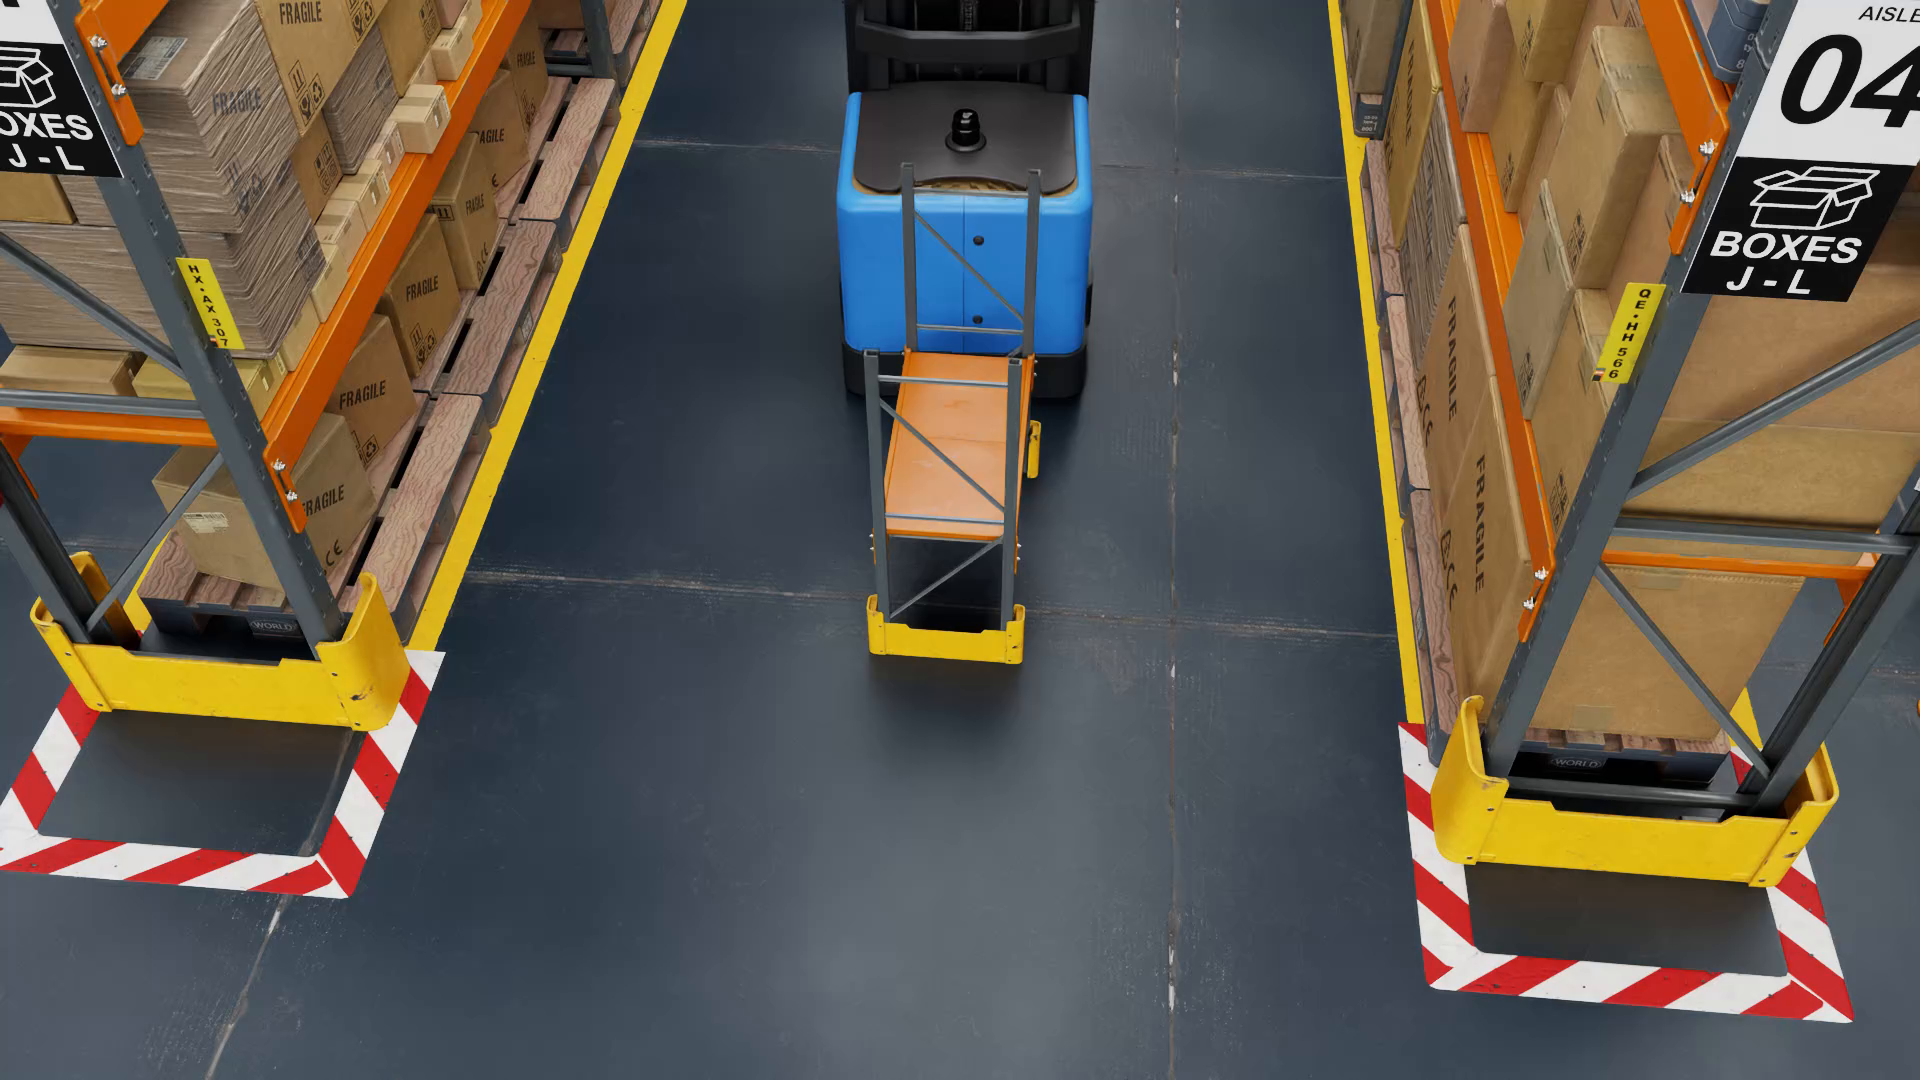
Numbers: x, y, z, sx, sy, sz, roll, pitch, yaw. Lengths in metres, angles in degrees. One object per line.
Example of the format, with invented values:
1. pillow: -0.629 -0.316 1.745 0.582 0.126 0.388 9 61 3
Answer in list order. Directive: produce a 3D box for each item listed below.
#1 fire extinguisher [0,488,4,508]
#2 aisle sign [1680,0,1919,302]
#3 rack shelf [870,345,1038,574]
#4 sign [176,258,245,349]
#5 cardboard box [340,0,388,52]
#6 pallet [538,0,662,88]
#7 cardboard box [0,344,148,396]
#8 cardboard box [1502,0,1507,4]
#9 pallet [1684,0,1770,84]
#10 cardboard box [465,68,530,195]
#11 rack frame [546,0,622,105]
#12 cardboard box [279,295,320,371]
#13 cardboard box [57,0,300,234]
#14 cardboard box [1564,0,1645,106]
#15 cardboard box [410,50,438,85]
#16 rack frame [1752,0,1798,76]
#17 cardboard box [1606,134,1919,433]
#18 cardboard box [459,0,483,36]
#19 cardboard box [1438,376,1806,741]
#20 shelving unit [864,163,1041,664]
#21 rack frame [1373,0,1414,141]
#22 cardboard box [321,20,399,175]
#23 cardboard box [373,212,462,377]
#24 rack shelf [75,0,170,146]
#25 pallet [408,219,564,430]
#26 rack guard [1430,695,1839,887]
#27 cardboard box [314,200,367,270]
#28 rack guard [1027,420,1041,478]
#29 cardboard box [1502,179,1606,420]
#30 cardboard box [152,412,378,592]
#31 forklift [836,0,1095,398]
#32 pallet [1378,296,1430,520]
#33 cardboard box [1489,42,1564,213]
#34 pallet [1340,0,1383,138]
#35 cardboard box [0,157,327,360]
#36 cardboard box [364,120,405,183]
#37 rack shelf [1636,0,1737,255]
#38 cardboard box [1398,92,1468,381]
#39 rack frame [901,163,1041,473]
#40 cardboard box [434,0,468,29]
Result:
1. fire extinguisher: -3.150 -0.337 5.078 0.296 0.674 0.183 4 48 4
2. aisle sign: 1.945 -0.854 3.736 0.394 0.787 0.004 4 48 4
3. rack shelf: -0.008 -0.322 6.272 0.538 0.185 1.000 4 48 4
4. sign: -2.140 -0.672 4.745 0.100 0.325 0.005 4 48 4
5. cardboard box: -2.262 -2.008 5.607 0.500 0.500 0.500 4 48 4
6. pallet: -2.246 -2.986 9.338 1.003 0.211 1.213 4 48 4
7. cardboard box: -2.860 -0.555 5.395 0.380 0.149 0.250 4 48 4
8. cardboard box: 2.426 -2.294 5.982 0.875 0.550 0.550 4 48 4
9. pallet: 2.307 -1.536 4.150 1.003 0.211 1.213 4 48 4
10. cardboard box: -2.437 -1.941 7.902 0.500 0.500 0.500 18 50 16
11. rack frame: -2.316 -3.355 7.786 1.000 3.000 0.127 4 48 4
12. cardboard box: -2.375 -0.707 5.534 0.380 0.149 0.250 4 48 4
13. cardboard box: -2.359 -1.273 4.935 0.500 0.500 0.500 4 48 4
14. cardboard box: 2.467 -1.506 5.261 0.875 0.550 0.550 4 48 4
15. cardboard box: -2.293 -1.813 6.546 0.380 0.149 0.250 4 48 4
16. rack frame: 2.250 -2.033 2.511 1.000 3.000 0.127 4 48 4
17. cardboard box: 2.322 -0.693 4.518 0.875 0.550 0.550 4 48 4
18. cardboard box: -2.206 -2.178 6.879 0.380 0.149 0.250 4 48 4
19. cardboard box: 2.246 0.064 5.814 0.875 0.875 0.875 4 48 4
20. shelving unit: -0.007 -0.450 6.145 0.587 1.500 1.083 4 48 4
21. rack frame: 2.614 -2.948 7.413 1.000 3.000 0.127 4 48 4
22. cardboard box: -2.588 -1.692 5.996 0.875 0.500 0.500 4 48 4
23. cardboard box: -2.510 -1.072 7.107 0.500 0.500 0.500 8 48 7
24. rack shelf: -2.498 -2.655 5.600 1.077 0.370 4.000 4 48 4
25. pallet: -2.450 -1.019 7.539 1.003 0.211 1.213 4 48 4
26. rack guard: 2.248 0.853 5.631 1.175 0.500 0.348 4 48 4
27. cardboard box: -2.335 -1.075 5.871 0.380 0.149 0.250 4 48 4
28. rack guard: 0.038 -0.394 6.941 0.587 0.250 0.087 4 48 4
29. cardboard box: 2.267 -0.740 5.293 0.875 0.550 0.550 4 48 4
30. cardboard box: -2.607 -0.172 6.284 0.500 0.500 0.500 12 49 11
31. forklift: 0.046 -2.680 7.215 1.130 2.935 3.031 1 48 1
32. pallet: 2.359 -0.554 7.114 1.003 0.211 1.213 4 48 4
33. cardboard box: 2.450 -1.535 6.020 0.875 0.550 0.500 4 48 4
34. pallet: 2.610 -2.578 8.965 1.003 0.211 1.213 4 48 4
35. cardboard box: -2.603 -0.952 5.319 0.875 0.500 0.500 4 48 4
36. cardboard box: -2.310 -1.444 6.208 0.380 0.149 0.250 4 48 4
37. rack shelf: 2.432 -2.247 5.227 1.077 0.370 4.000 4 48 4
38. cardboard box: 2.409 -1.252 7.018 0.875 0.875 0.875 4 48 4
39. rack frame: 0.039 -0.817 6.481 0.500 1.500 0.032 4 48 4
40. cardboard box: -2.444 -2.424 6.665 0.875 0.500 0.500 4 48 4
